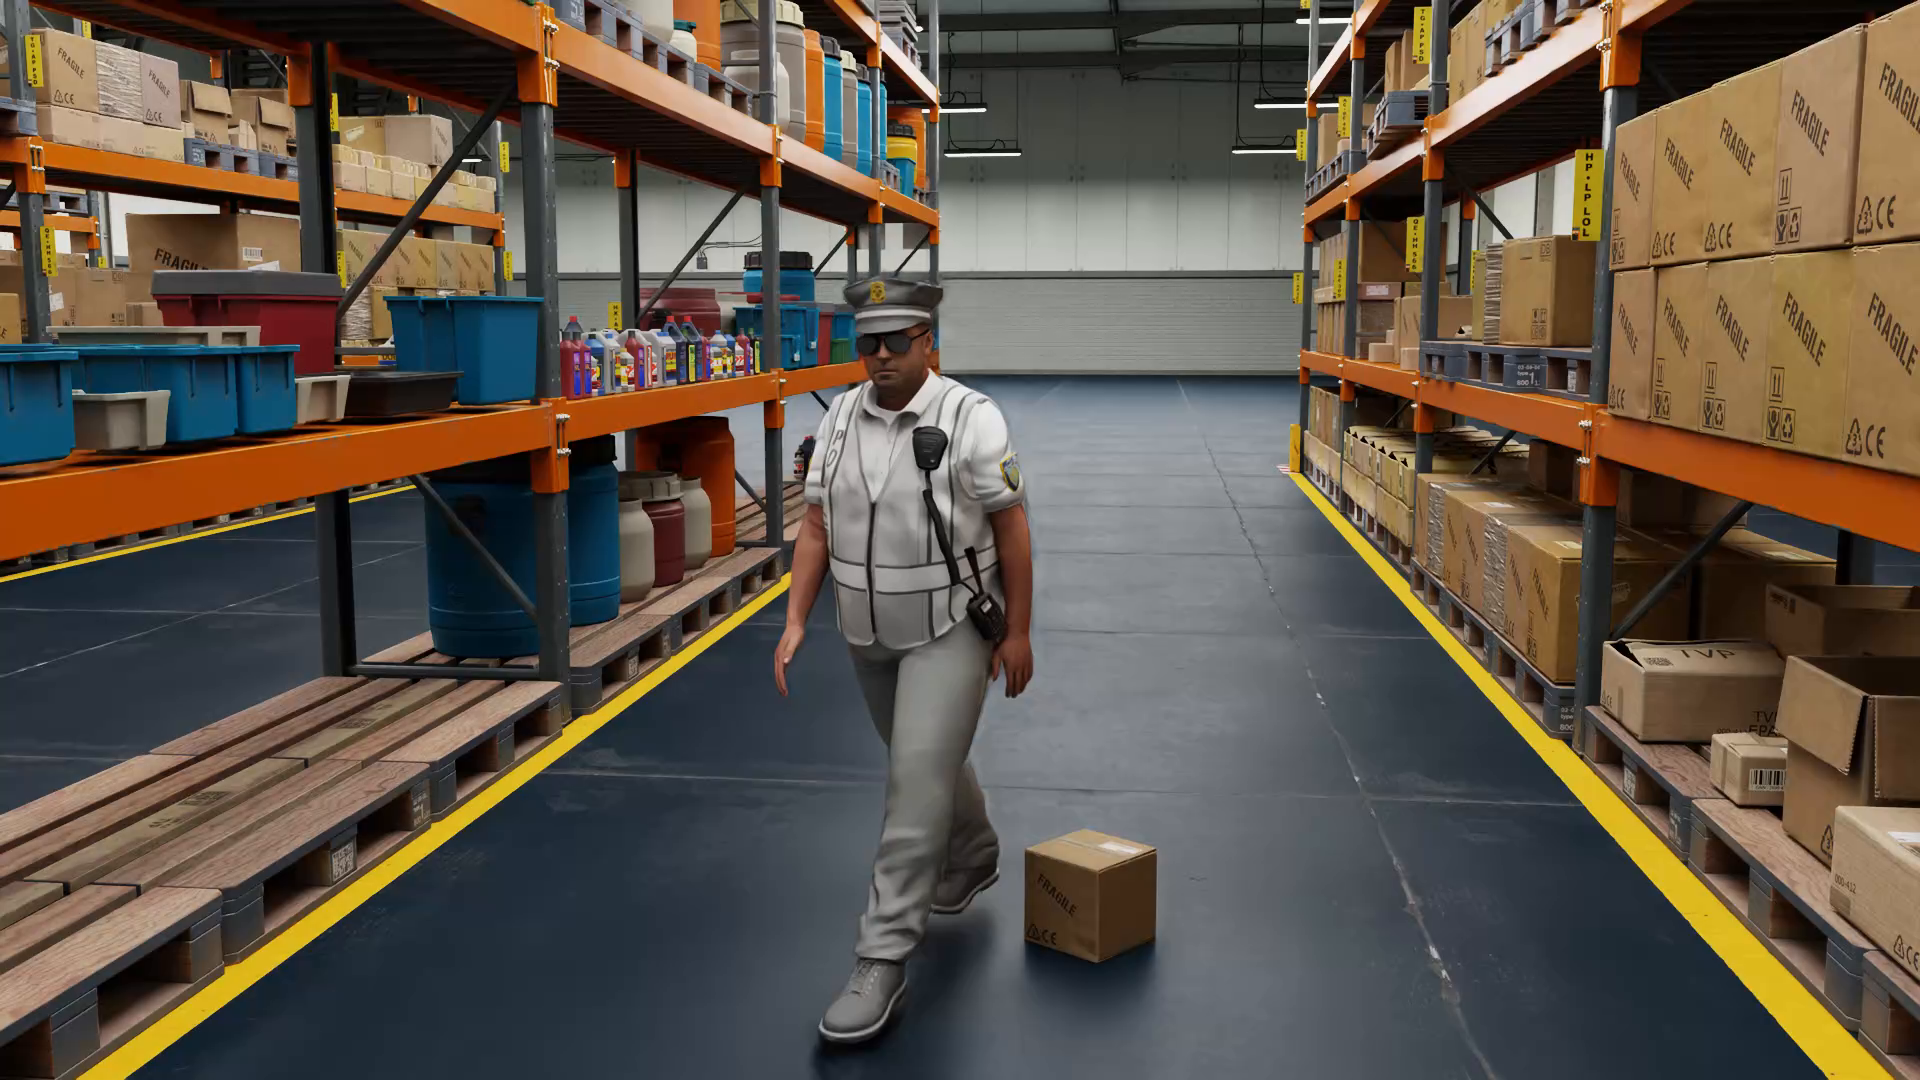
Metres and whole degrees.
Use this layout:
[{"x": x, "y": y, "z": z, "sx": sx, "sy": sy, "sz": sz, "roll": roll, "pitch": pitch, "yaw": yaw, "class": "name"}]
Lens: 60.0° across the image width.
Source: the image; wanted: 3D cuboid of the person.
[{"x": -0.138, "y": 0.213, "z": 4.108, "sx": 0.556, "sy": 1.701, "sz": 1.047, "roll": 5, "pitch": 9, "yaw": 33, "class": "person"}]
